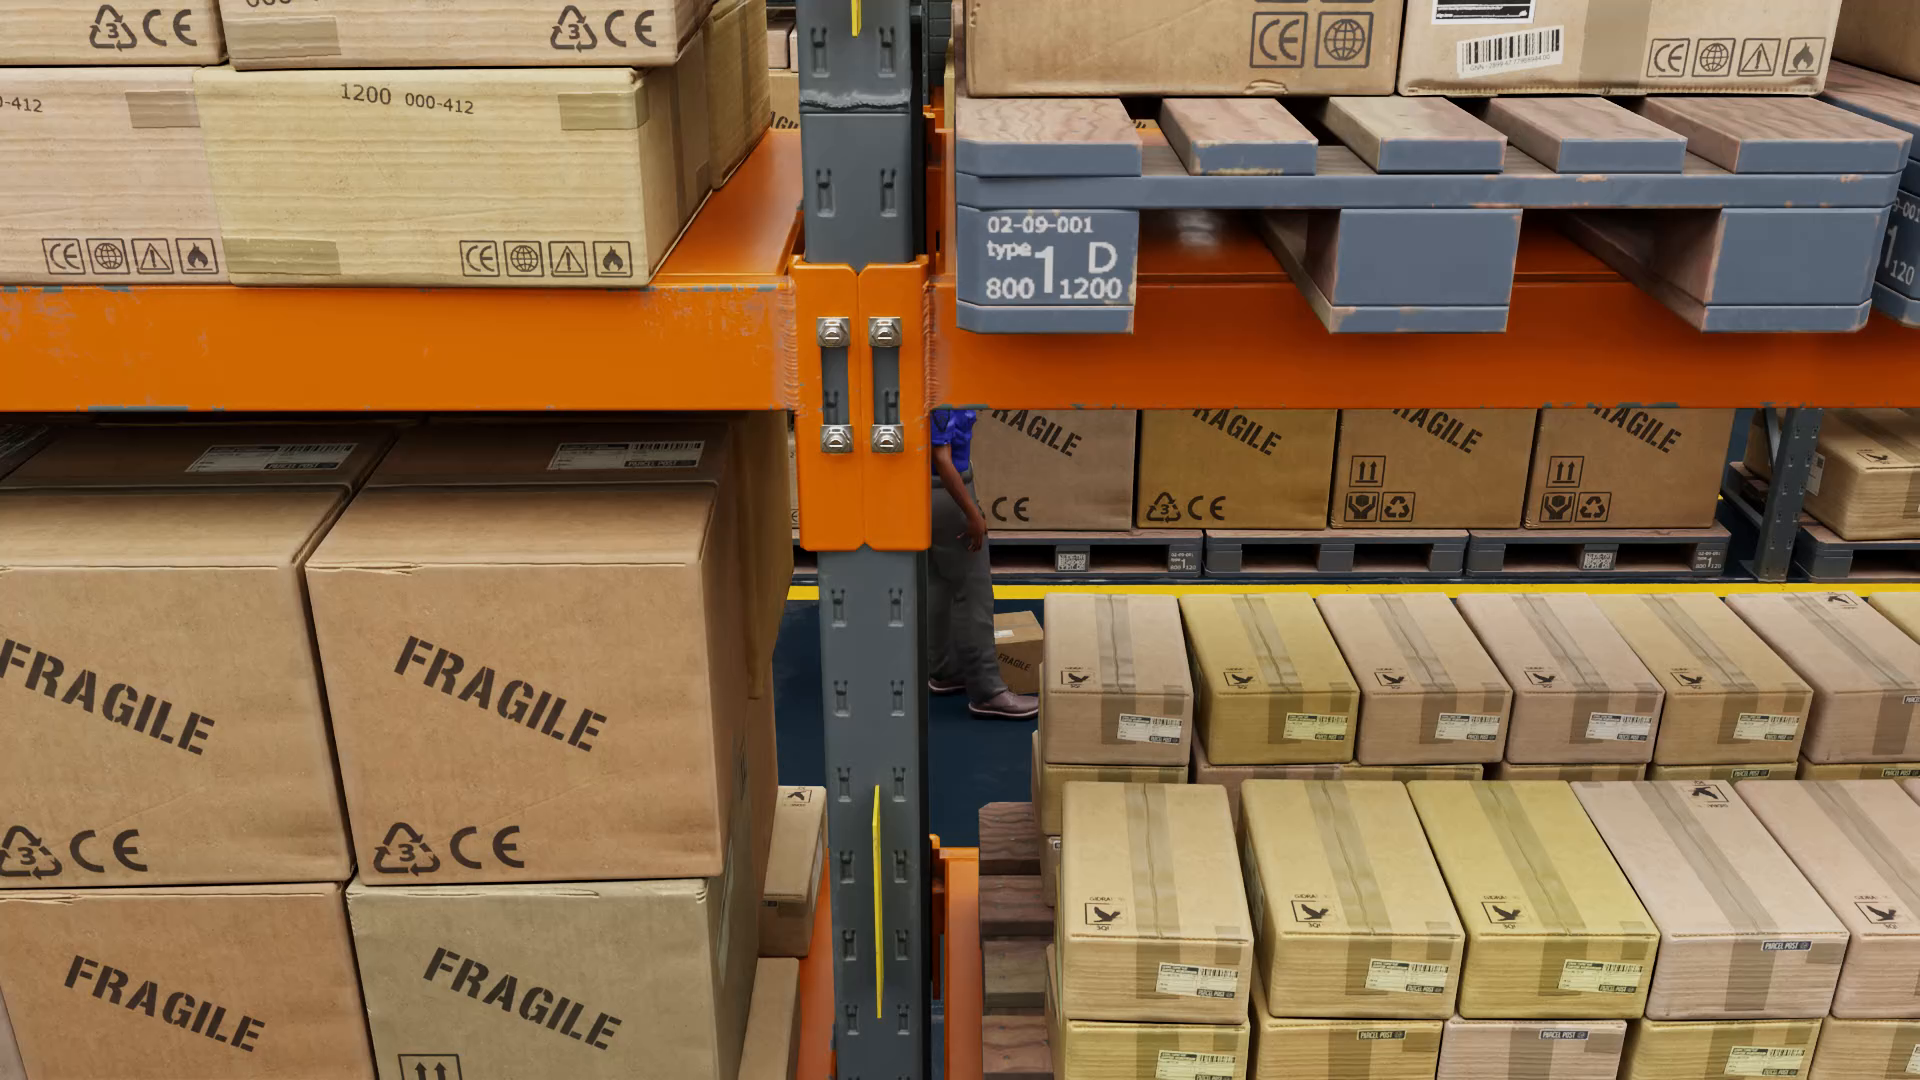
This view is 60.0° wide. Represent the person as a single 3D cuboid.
[{"bbox_3d":[0.028,-0.144,6.408,0.502,1.657,0.569,-6,25,-13],"label":"person"}]
